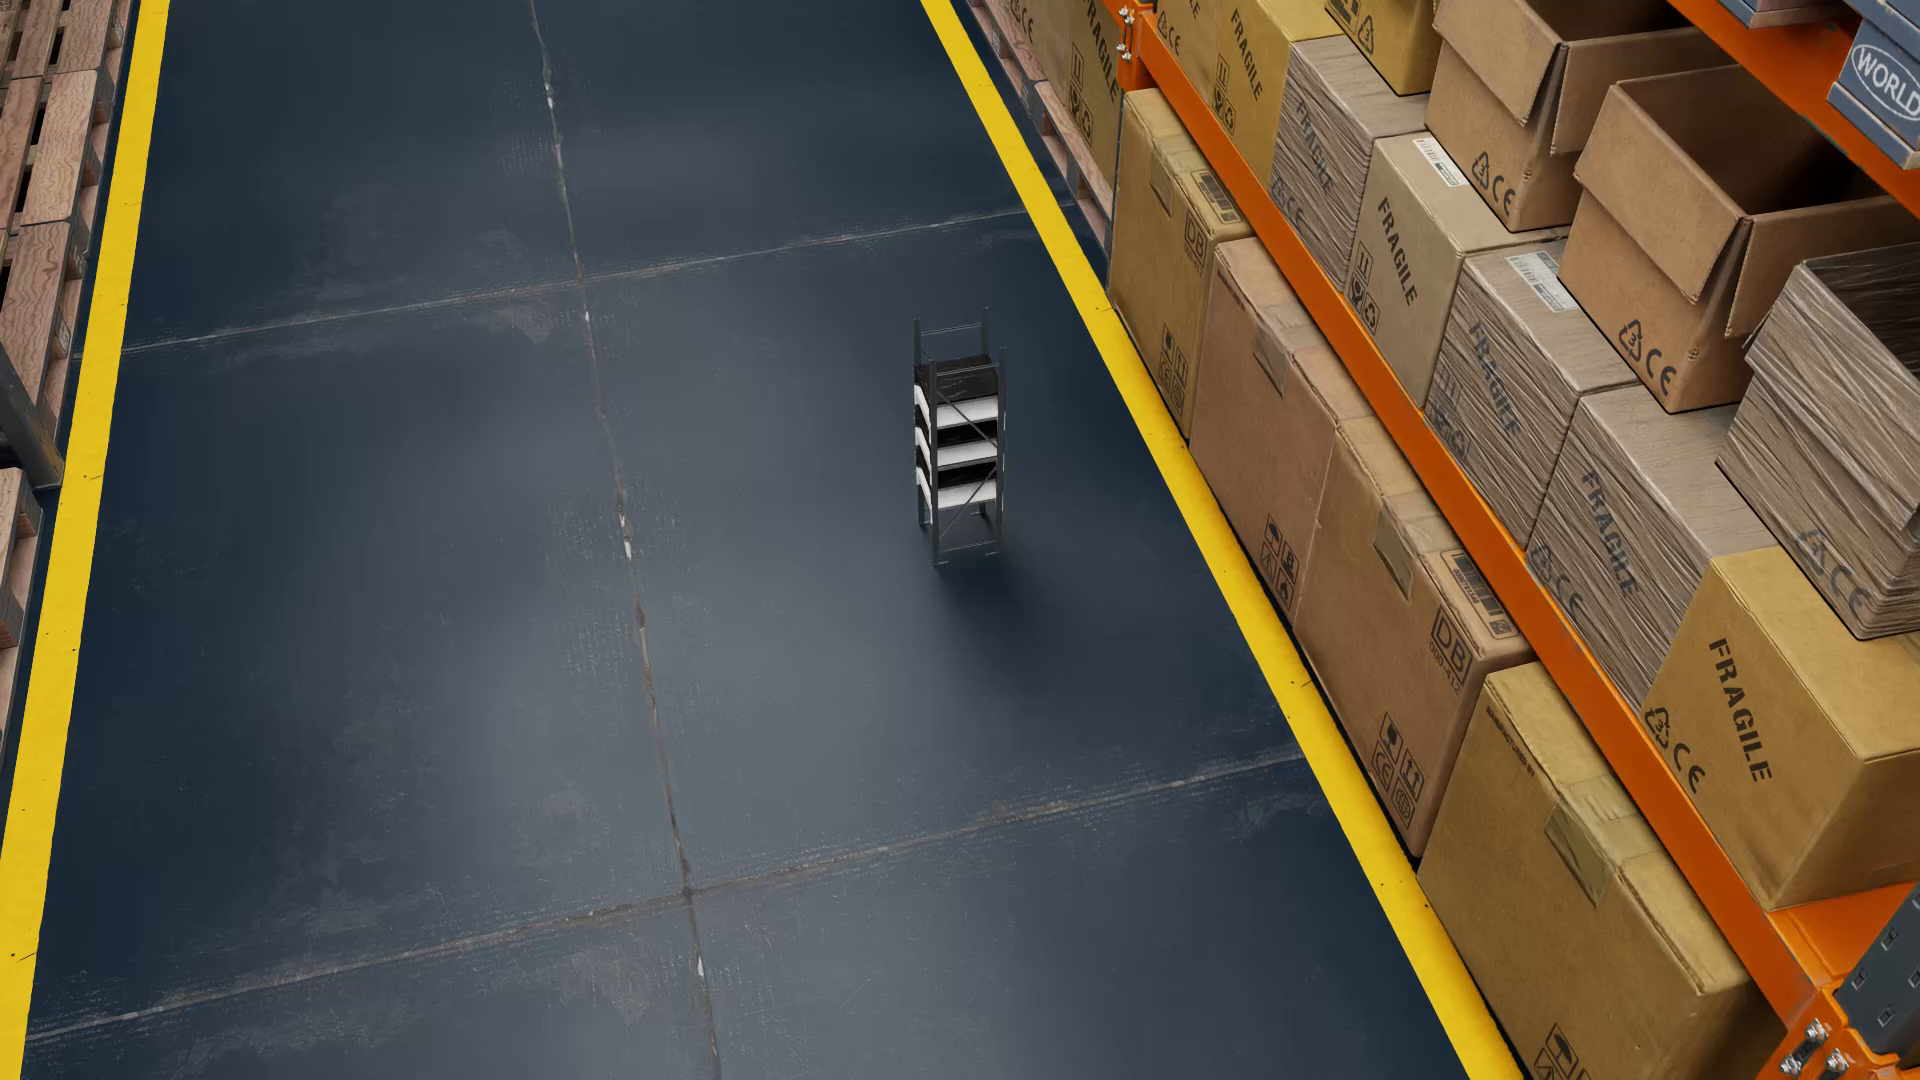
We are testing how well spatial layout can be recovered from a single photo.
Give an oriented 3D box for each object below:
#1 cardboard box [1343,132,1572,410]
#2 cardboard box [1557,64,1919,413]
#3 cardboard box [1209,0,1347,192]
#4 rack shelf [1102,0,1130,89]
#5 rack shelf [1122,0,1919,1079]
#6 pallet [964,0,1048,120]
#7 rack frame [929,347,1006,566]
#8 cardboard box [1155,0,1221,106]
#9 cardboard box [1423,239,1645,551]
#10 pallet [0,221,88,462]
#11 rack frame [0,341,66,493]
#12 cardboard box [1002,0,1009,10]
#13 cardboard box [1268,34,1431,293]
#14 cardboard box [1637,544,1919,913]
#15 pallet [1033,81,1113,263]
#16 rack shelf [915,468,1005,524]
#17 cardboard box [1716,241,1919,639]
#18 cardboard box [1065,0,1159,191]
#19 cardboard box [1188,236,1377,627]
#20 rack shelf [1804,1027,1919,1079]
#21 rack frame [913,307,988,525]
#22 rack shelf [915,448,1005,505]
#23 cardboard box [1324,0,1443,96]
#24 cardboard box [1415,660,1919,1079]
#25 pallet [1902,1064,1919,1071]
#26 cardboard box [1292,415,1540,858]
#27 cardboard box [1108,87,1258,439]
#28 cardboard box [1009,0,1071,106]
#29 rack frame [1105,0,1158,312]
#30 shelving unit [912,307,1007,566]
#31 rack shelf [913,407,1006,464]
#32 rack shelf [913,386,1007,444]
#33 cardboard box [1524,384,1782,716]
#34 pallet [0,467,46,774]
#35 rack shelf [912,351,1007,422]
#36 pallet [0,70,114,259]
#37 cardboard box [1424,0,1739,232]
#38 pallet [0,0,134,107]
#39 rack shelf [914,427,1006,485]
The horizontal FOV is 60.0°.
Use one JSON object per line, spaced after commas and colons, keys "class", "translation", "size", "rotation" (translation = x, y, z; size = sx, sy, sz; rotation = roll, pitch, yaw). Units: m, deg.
{"class": "cardboard box", "translation": [1.356, -0.717, 4.283], "size": [0.500, 0.500, 0.500], "rotation": [-10, 46, -10]}
{"class": "cardboard box", "translation": [1.773, -0.677, 3.541], "size": [0.797, 0.503, 0.637], "rotation": [-10, 46, -9]}
{"class": "cardboard box", "translation": [1.091, -1.419, 4.970], "size": [0.500, 0.500, 0.500], "rotation": [-11, 47, -10]}
{"class": "rack shelf", "translation": [0.573, -3.223, 7.312], "size": [1.077, 0.370, 4.000], "rotation": [-11, 47, -10]}
{"class": "rack shelf", "translation": [1.597, -0.461, 4.606], "size": [1.077, 0.370, 4.000], "rotation": [-11, 47, -10]}
{"class": "pallet", "translation": [0.650, -2.501, 8.053], "size": [1.003, 0.211, 1.213], "rotation": [-11, 47, -10]}
{"class": "rack frame", "translation": [0.024, -0.250, 5.365], "size": [0.240, 0.900, 0.006], "rotation": [-11, 47, -10]}
{"class": "cardboard box", "translation": [0.961, -1.766, 5.310], "size": [0.500, 0.500, 0.500], "rotation": [-11, 47, -10]}
{"class": "cardboard box", "translation": [1.485, -0.366, 3.939], "size": [0.500, 0.500, 0.500], "rotation": [-12, 47, -12]}
{"class": "pallet", "translation": [-3.929, -0.713, 6.301], "size": [1.003, 0.211, 1.213], "rotation": [-11, 47, -10]}
{"class": "rack frame", "translation": [-3.703, -1.188, 4.815], "size": [1.000, 3.000, 0.127], "rotation": [-11, 47, -10]}
{"class": "cardboard box", "translation": [0.535, -3.204, 7.983], "size": [0.875, 0.875, 0.875], "rotation": [-11, 47, -10]}
{"class": "cardboard box", "translation": [1.218, -1.073, 4.632], "size": [0.500, 0.500, 0.500], "rotation": [-12, 47, -11]}
{"class": "cardboard box", "translation": [1.743, 0.337, 3.249], "size": [0.500, 0.500, 0.500], "rotation": [-9, 46, -9]}
{"class": "pallet", "translation": [0.966, -1.657, 7.226], "size": [1.003, 0.211, 1.213], "rotation": [-11, 47, -10]}
{"class": "rack shelf", "translation": [-0.002, -0.171, 5.586], "size": [0.258, 0.077, 0.200], "rotation": [-11, 47, -10]}
{"class": "cardboard box", "translation": [1.938, -0.226, 3.099], "size": [0.797, 0.503, 0.637], "rotation": [-9, 46, -9]}
{"class": "cardboard box", "translation": [0.993, -1.968, 6.772], "size": [0.875, 0.875, 0.875], "rotation": [-11, 47, -10]}
{"class": "cardboard box", "translation": [1.498, -0.442, 5.277], "size": [1.225, 0.875, 0.875], "rotation": [-12, 47, -12]}
{"class": "rack shelf", "translation": [2.621, 2.300, 1.899], "size": [1.077, 0.370, 4.000], "rotation": [-11, 47, -10]}
{"class": "rack frame", "translation": [-0.028, -0.391, 5.503], "size": [0.240, 0.900, 0.006], "rotation": [-11, 47, -10]}
{"class": "rack shelf", "translation": [-0.002, -0.234, 5.522], "size": [0.258, 0.077, 0.200], "rotation": [-11, 47, -10]}
{"class": "cardboard box", "translation": [1.421, -1.565, 4.411], "size": [0.797, 0.503, 0.637], "rotation": [-10, 46, -10]}
{"class": "cardboard box", "translation": [1.953, 0.784, 4.075], "size": [1.225, 0.875, 0.875], "rotation": [-13, 47, -12]}
{"class": "pallet", "translation": [1.980, 1.085, 4.538], "size": [1.003, 0.211, 1.213], "rotation": [-11, 47, -10]}
{"class": "cardboard box", "translation": [1.732, 0.167, 4.680], "size": [1.225, 0.875, 0.875], "rotation": [-11, 47, -10]}
{"class": "cardboard box", "translation": [1.268, -1.059, 5.881], "size": [1.225, 0.875, 0.875], "rotation": [-11, 47, -10]}
{"class": "cardboard box", "translation": [0.763, -2.589, 7.381], "size": [0.875, 0.875, 0.875], "rotation": [-11, 47, -10]}
{"class": "rack frame", "translation": [1.085, -2.094, 5.702], "size": [1.000, 3.000, 0.127], "rotation": [-11, 47, -10]}
{"class": "shelving unit", "translation": [-0.002, -0.321, 5.434], "size": [0.258, 0.900, 0.210], "rotation": [-11, 47, -10]}
{"class": "rack shelf", "translation": [-0.002, -0.360, 5.394], "size": [0.258, 0.077, 0.200], "rotation": [-11, 47, -10]}
{"class": "rack shelf", "translation": [-0.002, -0.423, 5.329], "size": [0.258, 0.077, 0.200], "rotation": [-11, 47, -10]}
{"class": "cardboard box", "translation": [1.621, -0.008, 3.588], "size": [0.500, 0.500, 0.500], "rotation": [-11, 47, -11]}
{"class": "pallet", "translation": [-3.546, 0.328, 5.281], "size": [1.003, 0.211, 1.213], "rotation": [-11, 47, -10]}
{"class": "rack shelf", "translation": [-0.002, -0.486, 5.265], "size": [0.258, 0.077, 0.200], "rotation": [-11, 47, -10]}
{"class": "pallet", "translation": [-4.244, -1.557, 7.128], "size": [1.003, 0.211, 1.213], "rotation": [-11, 47, -10]}
{"class": "cardboard box", "translation": [1.595, -1.139, 3.993], "size": [0.797, 0.503, 0.637], "rotation": [-9, 46, -9]}
{"class": "pallet", "translation": [-4.553, -2.398, 7.952], "size": [1.003, 0.211, 1.213], "rotation": [-11, 47, -10]}
{"class": "rack shelf", "translation": [-0.002, -0.297, 5.458], "size": [0.258, 0.077, 0.200], "rotation": [-11, 47, -10]}
